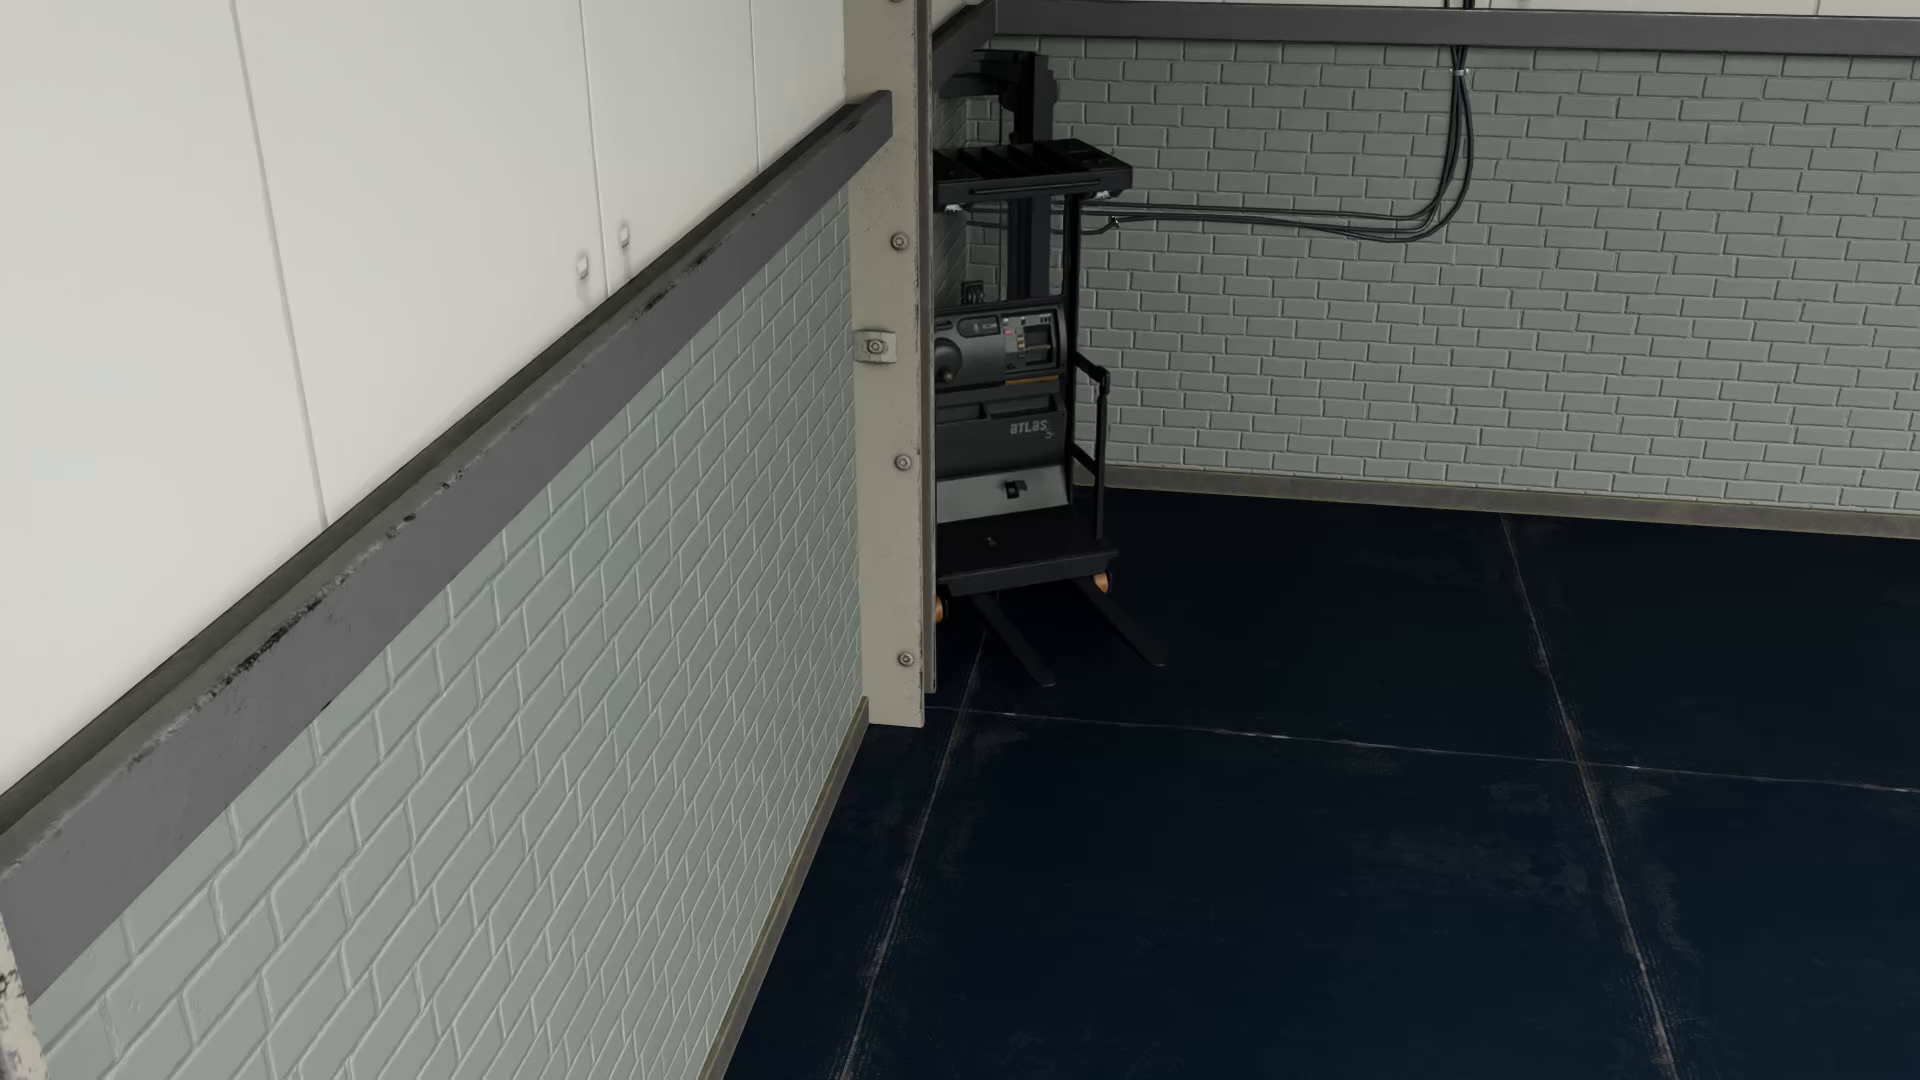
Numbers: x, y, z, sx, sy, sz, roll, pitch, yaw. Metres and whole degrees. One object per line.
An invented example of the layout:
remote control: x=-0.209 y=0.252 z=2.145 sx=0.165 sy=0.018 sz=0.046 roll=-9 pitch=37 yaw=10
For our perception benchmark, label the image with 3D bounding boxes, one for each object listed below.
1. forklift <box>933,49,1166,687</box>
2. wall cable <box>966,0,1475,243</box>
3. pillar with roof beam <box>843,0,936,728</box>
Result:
forklift: x=0.224 y=-1.057 z=9.051 sx=1.130 sy=2.935 sz=3.031 roll=-8 pitch=26 yaw=-17
wall cable: x=1.480 y=-2.972 z=9.647 sx=3.097 sy=2.526 sz=0.112 roll=4 pitch=25 yaw=9
pillar with roof beam: x=3.941 y=-2.939 z=5.915 sx=9.100 sy=9.000 sz=0.400 roll=4 pitch=25 yaw=9
